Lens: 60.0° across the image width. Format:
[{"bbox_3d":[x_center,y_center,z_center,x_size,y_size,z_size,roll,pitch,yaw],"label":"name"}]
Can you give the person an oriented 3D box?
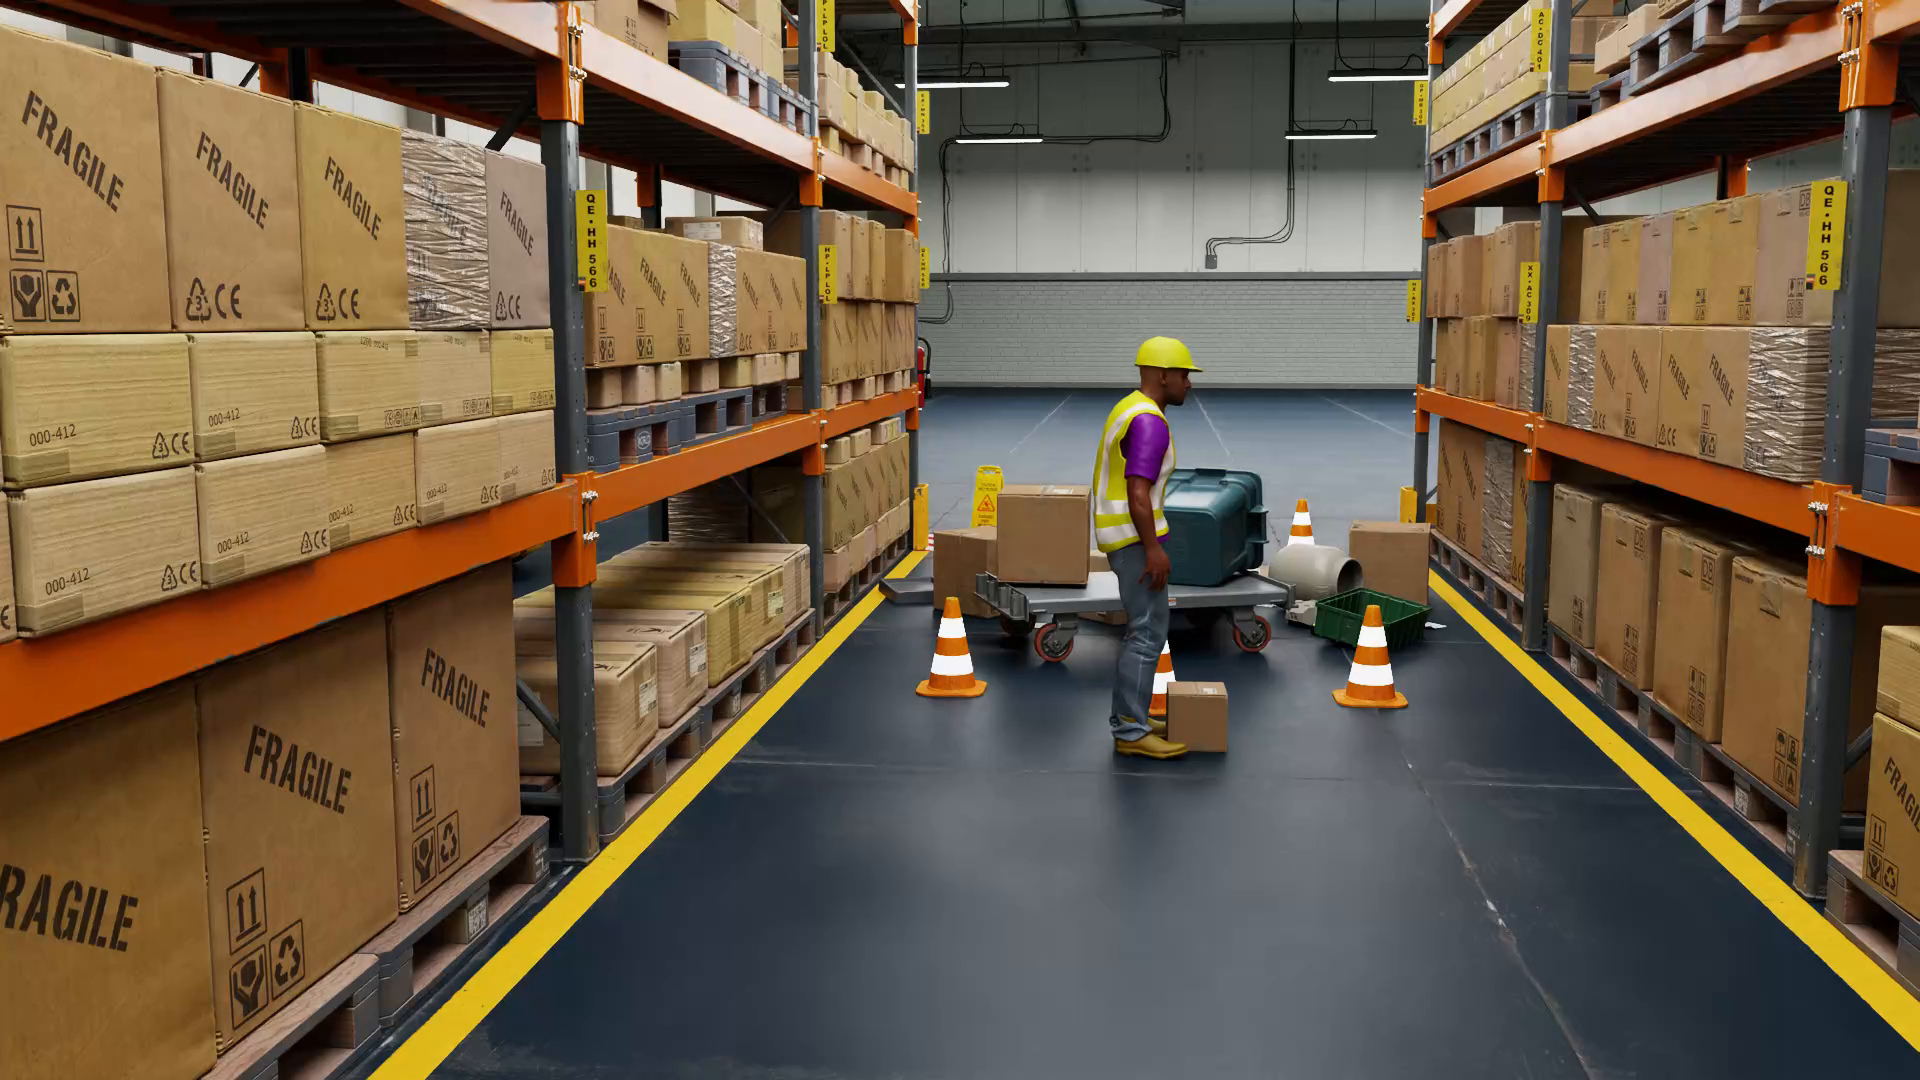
[{"bbox_3d":[0.798,0.014,7.124,0.462,1.759,0.632,0,8,3],"label":"person"}]
